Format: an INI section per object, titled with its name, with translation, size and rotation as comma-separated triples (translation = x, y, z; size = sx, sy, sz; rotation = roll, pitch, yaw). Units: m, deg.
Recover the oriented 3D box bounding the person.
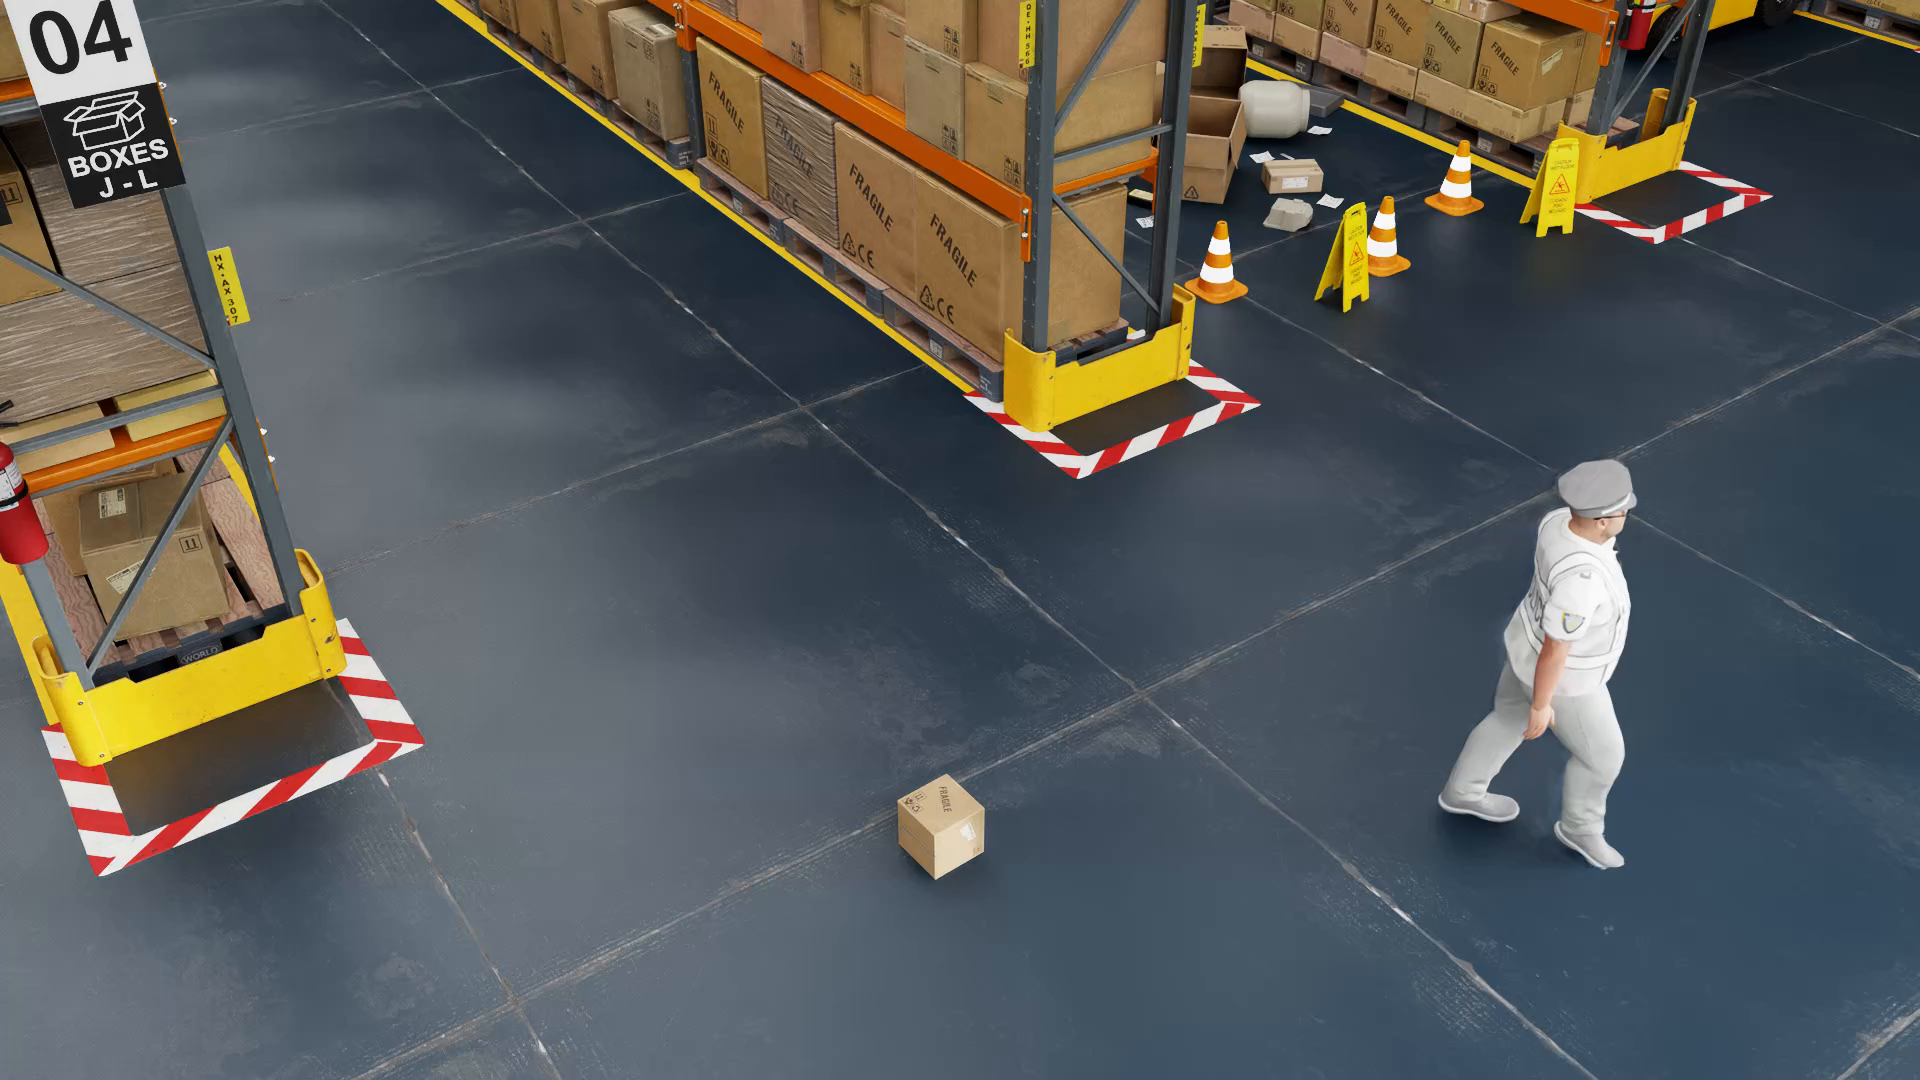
[person]
translation = 2.335, 0.482, 6.344
size = 0.725, 1.834, 0.560
rotation = 2, 36, 2
